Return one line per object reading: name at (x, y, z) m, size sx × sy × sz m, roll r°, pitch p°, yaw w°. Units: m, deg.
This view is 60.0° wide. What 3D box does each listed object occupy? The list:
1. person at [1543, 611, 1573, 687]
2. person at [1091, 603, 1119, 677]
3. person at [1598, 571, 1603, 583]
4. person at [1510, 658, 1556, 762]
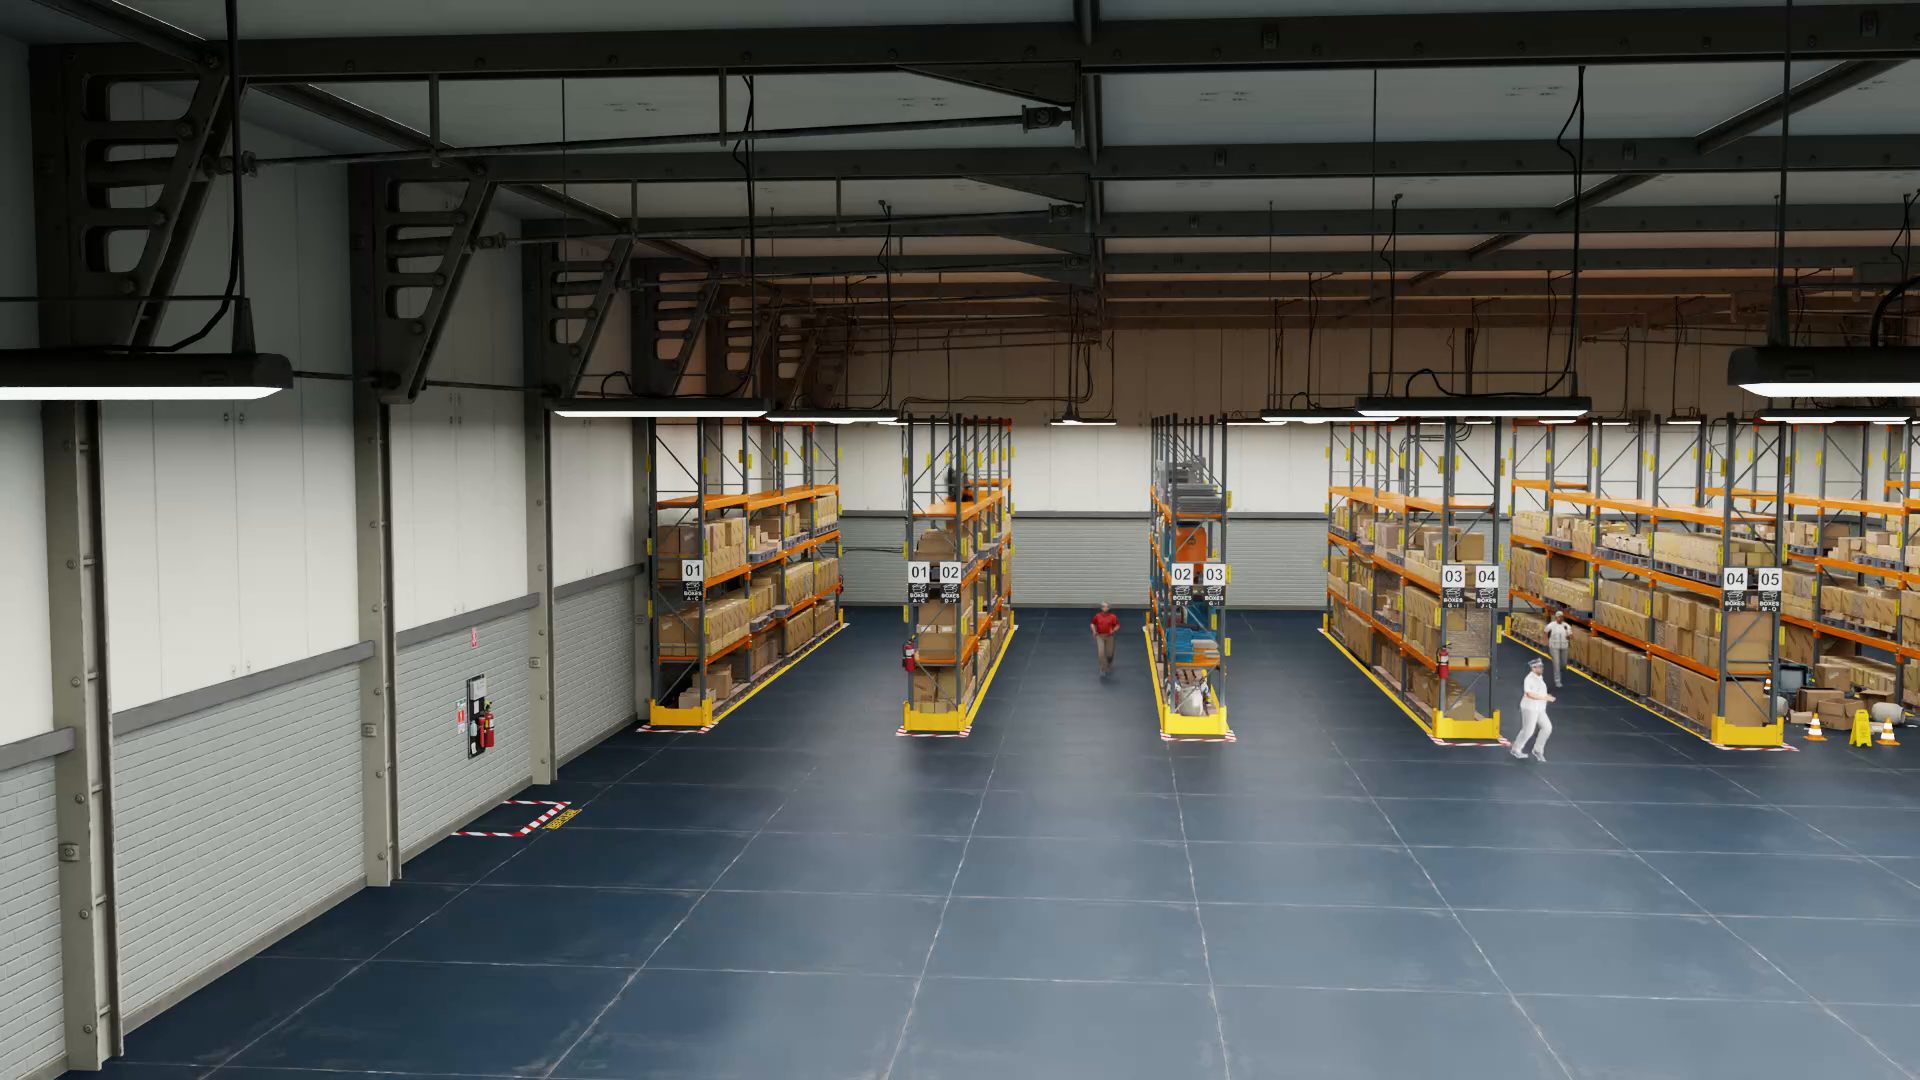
person at (13.301, 2.400, 36.955) m, size 0.615 × 1.643 × 0.918 m, roll 0°, pitch 4°, yaw 5°
person at (3.353, 2.288, 38.509) m, size 0.672 × 1.683 × 0.758 m, roll 0°, pitch 4°, yaw 6°
person at (18.196, 1.714, 47.276) m, size 0.950 × 1.675 × 0.577 m, roll 1°, pitch 4°, yaw 9°
person at (9.876, 2.941, 28.575) m, size 0.762 × 1.861 × 0.681 m, roll 3°, pitch 5°, yaw 41°
